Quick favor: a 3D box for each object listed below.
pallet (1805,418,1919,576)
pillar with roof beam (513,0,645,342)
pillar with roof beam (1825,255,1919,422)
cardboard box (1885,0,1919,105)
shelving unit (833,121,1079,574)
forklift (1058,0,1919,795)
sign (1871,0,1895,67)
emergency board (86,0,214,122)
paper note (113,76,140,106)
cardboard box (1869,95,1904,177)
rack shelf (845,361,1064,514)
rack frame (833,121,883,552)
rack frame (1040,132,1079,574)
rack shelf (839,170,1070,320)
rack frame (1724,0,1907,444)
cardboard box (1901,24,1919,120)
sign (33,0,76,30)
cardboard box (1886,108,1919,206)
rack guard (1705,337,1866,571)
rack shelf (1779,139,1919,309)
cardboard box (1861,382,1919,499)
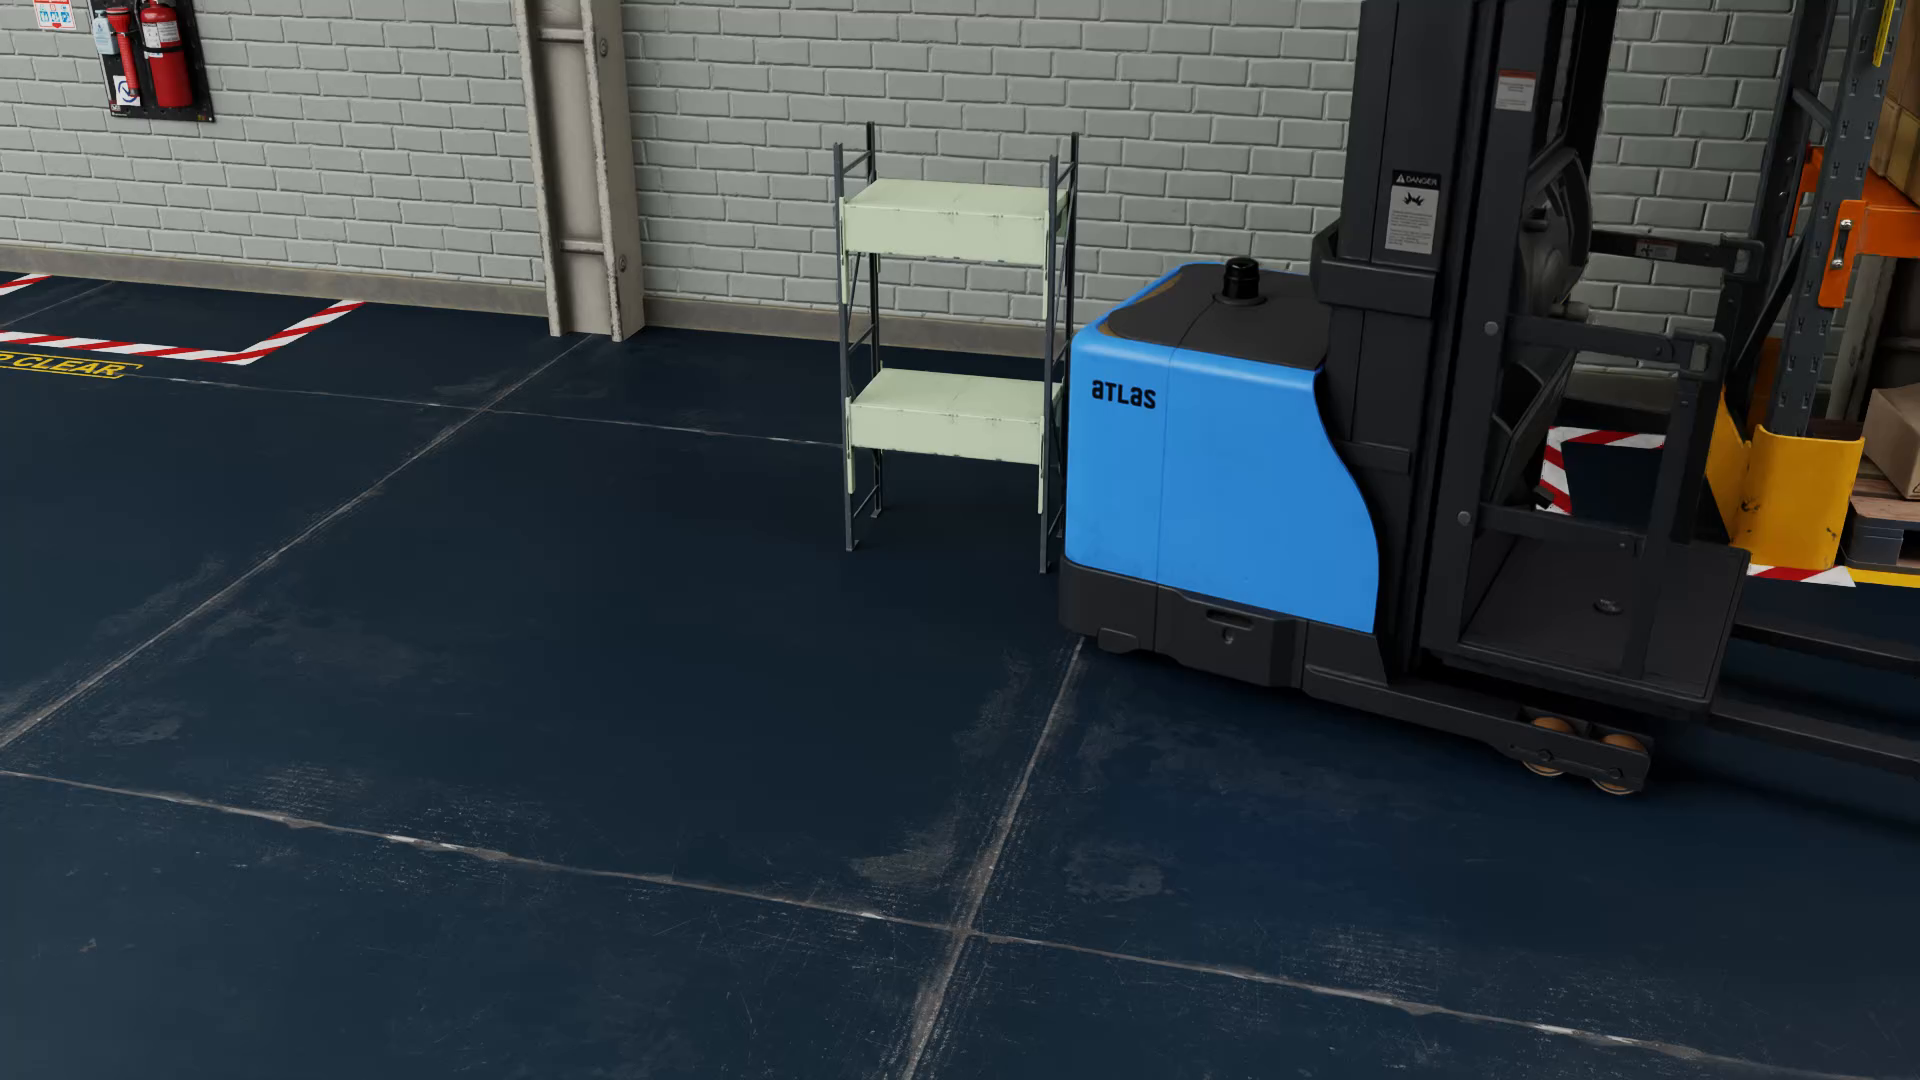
[{"bbox_3d":[3.922,-0.137,6.292,1.213,0.211,1.003,6,26,13],"label":"pallet"},{"bbox_3d":[-2.920,-3.350,2.817,0.400,9.000,9.100,6,26,13],"label":"pillar with roof beam"},{"bbox_3d":[2.891,-2.707,1.468,0.400,9.000,9.100,6,26,13],"label":"pillar with roof beam"},{"bbox_3d":[3.580,-1.824,5.870,0.500,0.500,0.500,6,26,12],"label":"cardboard box"},{"bbox_3d":[-0.006,-0.678,5.929,0.755,1.500,0.431,6,26,13],"label":"shelving unit"},{"bbox_3d":[1.868,-0.861,4.649,3.031,2.935,1.130,13,29,26],"label":"forklift"},{"bbox_3d":[2.935,-1.671,5.263,0.005,0.325,0.100,6,26,13],"label":"sign"},{"bbox_3d":[-4.231,-2.714,8.461,0.643,1.169,0.194,6,26,13],"label":"emergency board"},{"bbox_3d":[-4.386,-2.364,8.750,0.142,0.148,0.016,6,26,13],"label":"paper note"},{"bbox_3d":[3.571,-1.478,6.016,0.500,0.250,0.500,7,26,14],"label":"cardboard box"},{"bbox_3d":[-0.006,-0.384,6.069,0.720,0.370,0.431,6,26,13],"label":"rack shelf"},{"bbox_3d":[-0.361,-0.717,6.011,0.023,1.500,0.400,6,26,13],"label":"rack frame"},{"bbox_3d":[0.348,-0.639,5.847,0.023,1.500,0.400,6,26,13],"label":"rack frame"},{"bbox_3d":[-0.006,-1.030,5.761,0.720,0.370,0.431,6,26,13],"label":"rack shelf"},{"bbox_3d":[3.070,-1.506,5.923,0.127,3.000,1.000,6,26,13],"label":"rack frame"},{"bbox_3d":[3.458,-1.609,5.420,0.500,0.500,0.500,6,26,13],"label":"cardboard box"},{"bbox_3d":[-4.741,-2.832,8.667,0.234,0.329,0.001,6,26,13],"label":"sign"},{"bbox_3d":[3.464,-1.263,5.564,0.500,0.250,0.500,6,26,11],"label":"cardboard box"},{"bbox_3d":[3.144,-0.369,6.444,0.348,0.500,1.175,6,26,13],"label":"rack guard"},{"bbox_3d":[5.007,-0.967,5.628,4.000,0.370,1.077,6,26,13],"label":"rack shelf"},{"bbox_3d":[3.718,-0.379,6.172,0.500,0.311,0.500,3,26,7],"label":"cardboard box"}]
